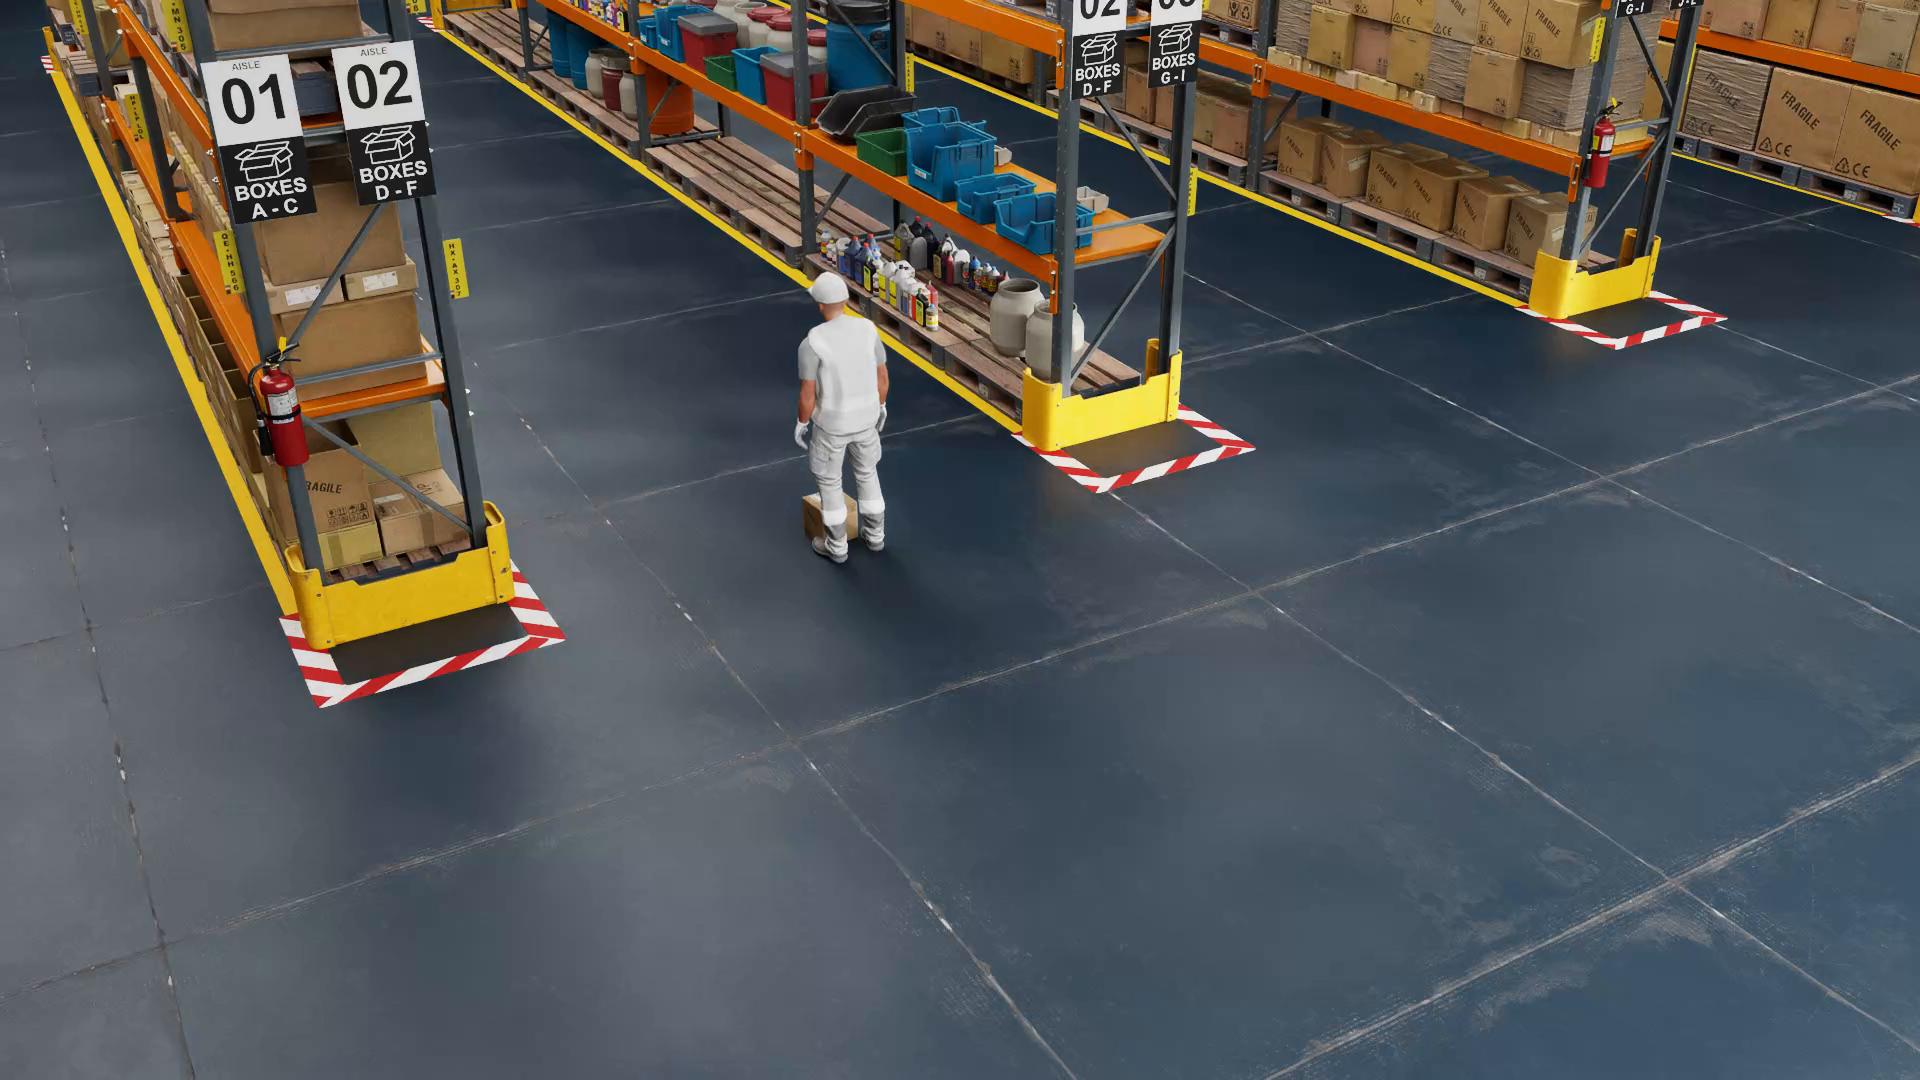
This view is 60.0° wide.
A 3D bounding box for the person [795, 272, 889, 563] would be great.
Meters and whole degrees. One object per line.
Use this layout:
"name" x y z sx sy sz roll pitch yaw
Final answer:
"person" -0.696 -0.719 9.860 0.608 1.780 0.448 -16 32 -26
